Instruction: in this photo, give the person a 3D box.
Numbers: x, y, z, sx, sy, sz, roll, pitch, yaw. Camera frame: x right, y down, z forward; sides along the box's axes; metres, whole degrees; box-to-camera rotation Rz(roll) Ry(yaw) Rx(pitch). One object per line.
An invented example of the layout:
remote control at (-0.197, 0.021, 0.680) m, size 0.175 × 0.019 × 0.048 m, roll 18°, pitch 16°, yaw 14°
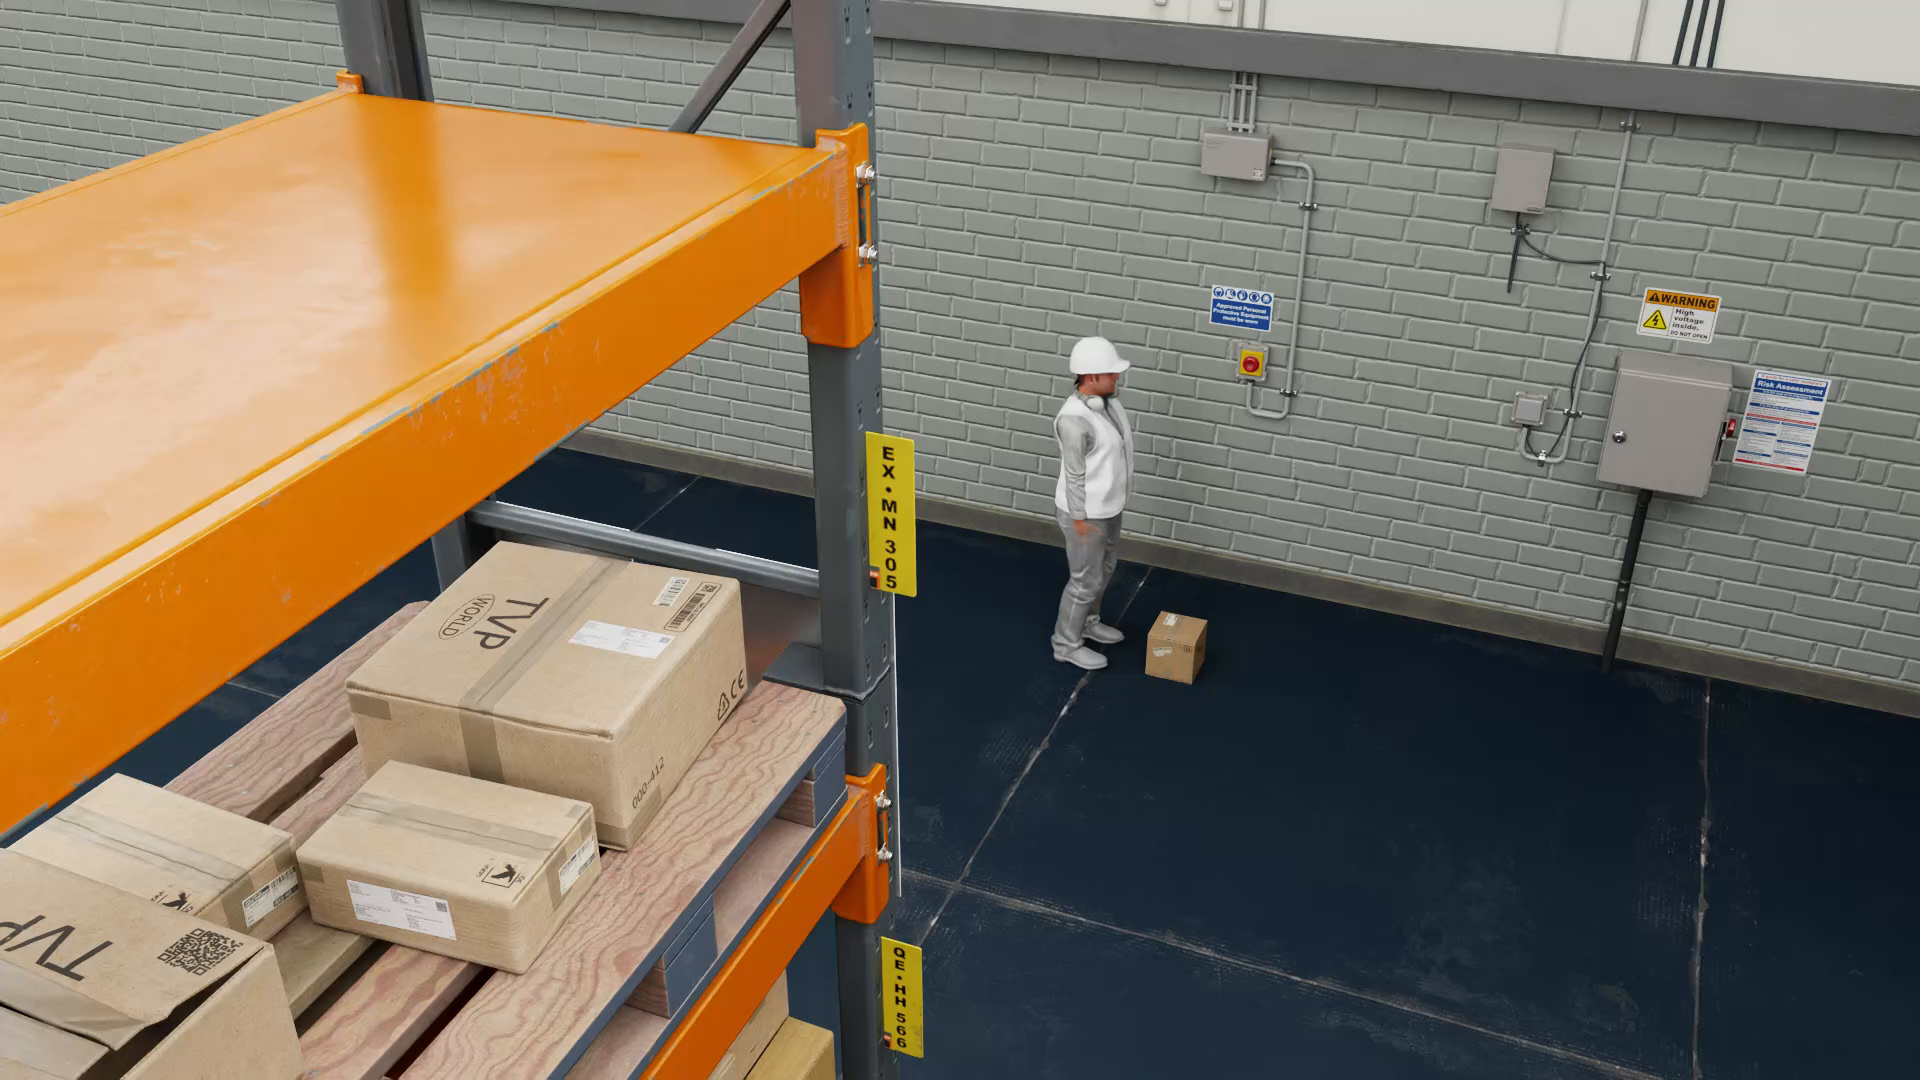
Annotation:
person at (0.683, -0.198, 8.459) m, size 0.359 × 1.767 × 0.531 m, roll 12°, pitch 32°, yaw 20°
